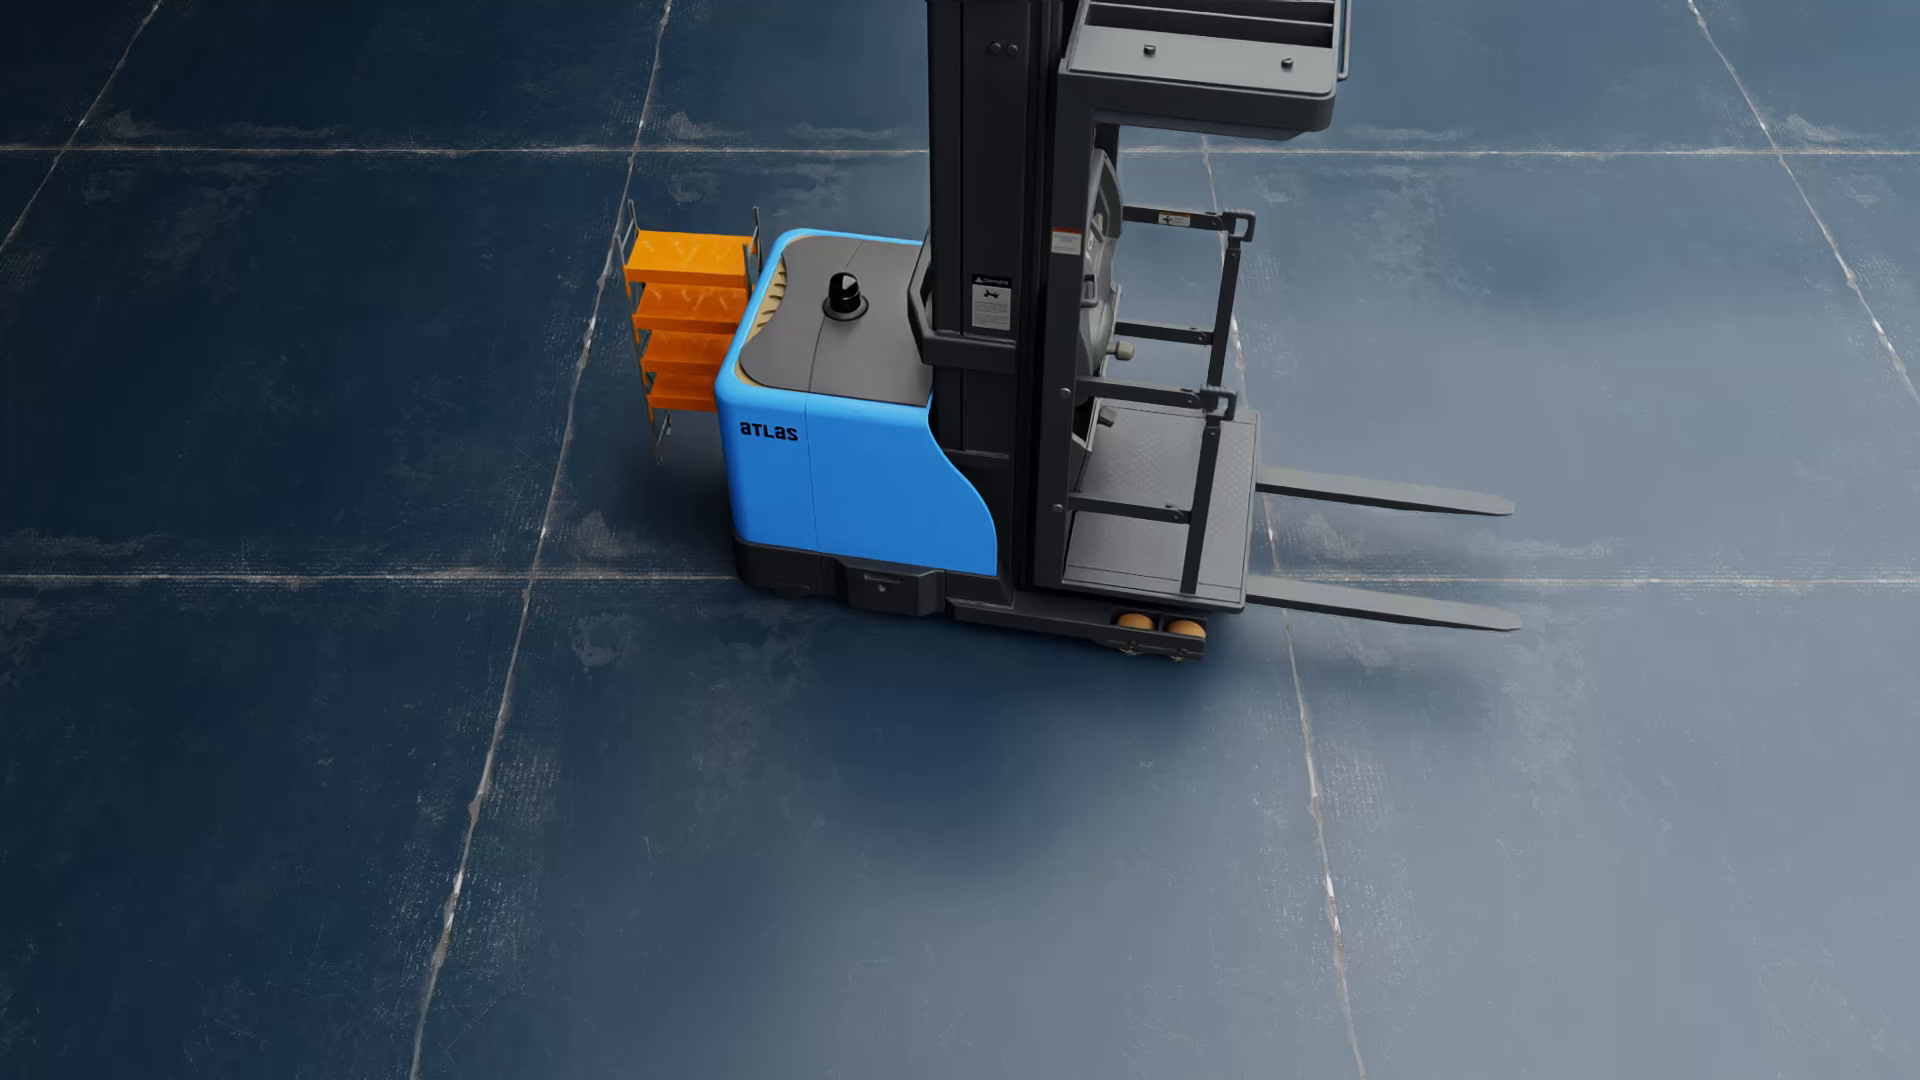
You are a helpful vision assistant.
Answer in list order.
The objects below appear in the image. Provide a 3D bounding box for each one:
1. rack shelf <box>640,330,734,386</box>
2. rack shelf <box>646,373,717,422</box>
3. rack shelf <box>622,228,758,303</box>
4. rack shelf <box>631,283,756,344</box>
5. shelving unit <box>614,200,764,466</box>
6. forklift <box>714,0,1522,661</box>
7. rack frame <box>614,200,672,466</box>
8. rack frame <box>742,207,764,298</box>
[{"bbox_3d":[-1.038,-0.753,6.804,0.480,0.148,0.258,4,47,4],"label":"rack shelf"},{"bbox_3d":[-1.038,-0.618,6.949,0.480,0.148,0.258,4,47,4],"label":"rack shelf"},{"bbox_3d":[-1.038,-1.066,6.467,0.480,0.148,0.258,4,47,4],"label":"rack shelf"},{"bbox_3d":[-1.038,-0.905,6.640,0.480,0.148,0.258,4,47,4],"label":"rack shelf"},{"bbox_3d":[-1.038,-0.799,6.755,0.503,1.200,0.258,4,47,4],"label":"shelving unit"},{"bbox_3d":[0.674,-0.957,5.719,3.031,2.935,1.130,8,48,7],"label":"forklift"},{"bbox_3d":[-1.281,-0.816,6.770,0.015,1.200,0.240,4,47,4],"label":"rack frame"},{"bbox_3d":[-0.795,-0.782,6.739,0.015,1.200,0.240,4,47,4],"label":"rack frame"}]
